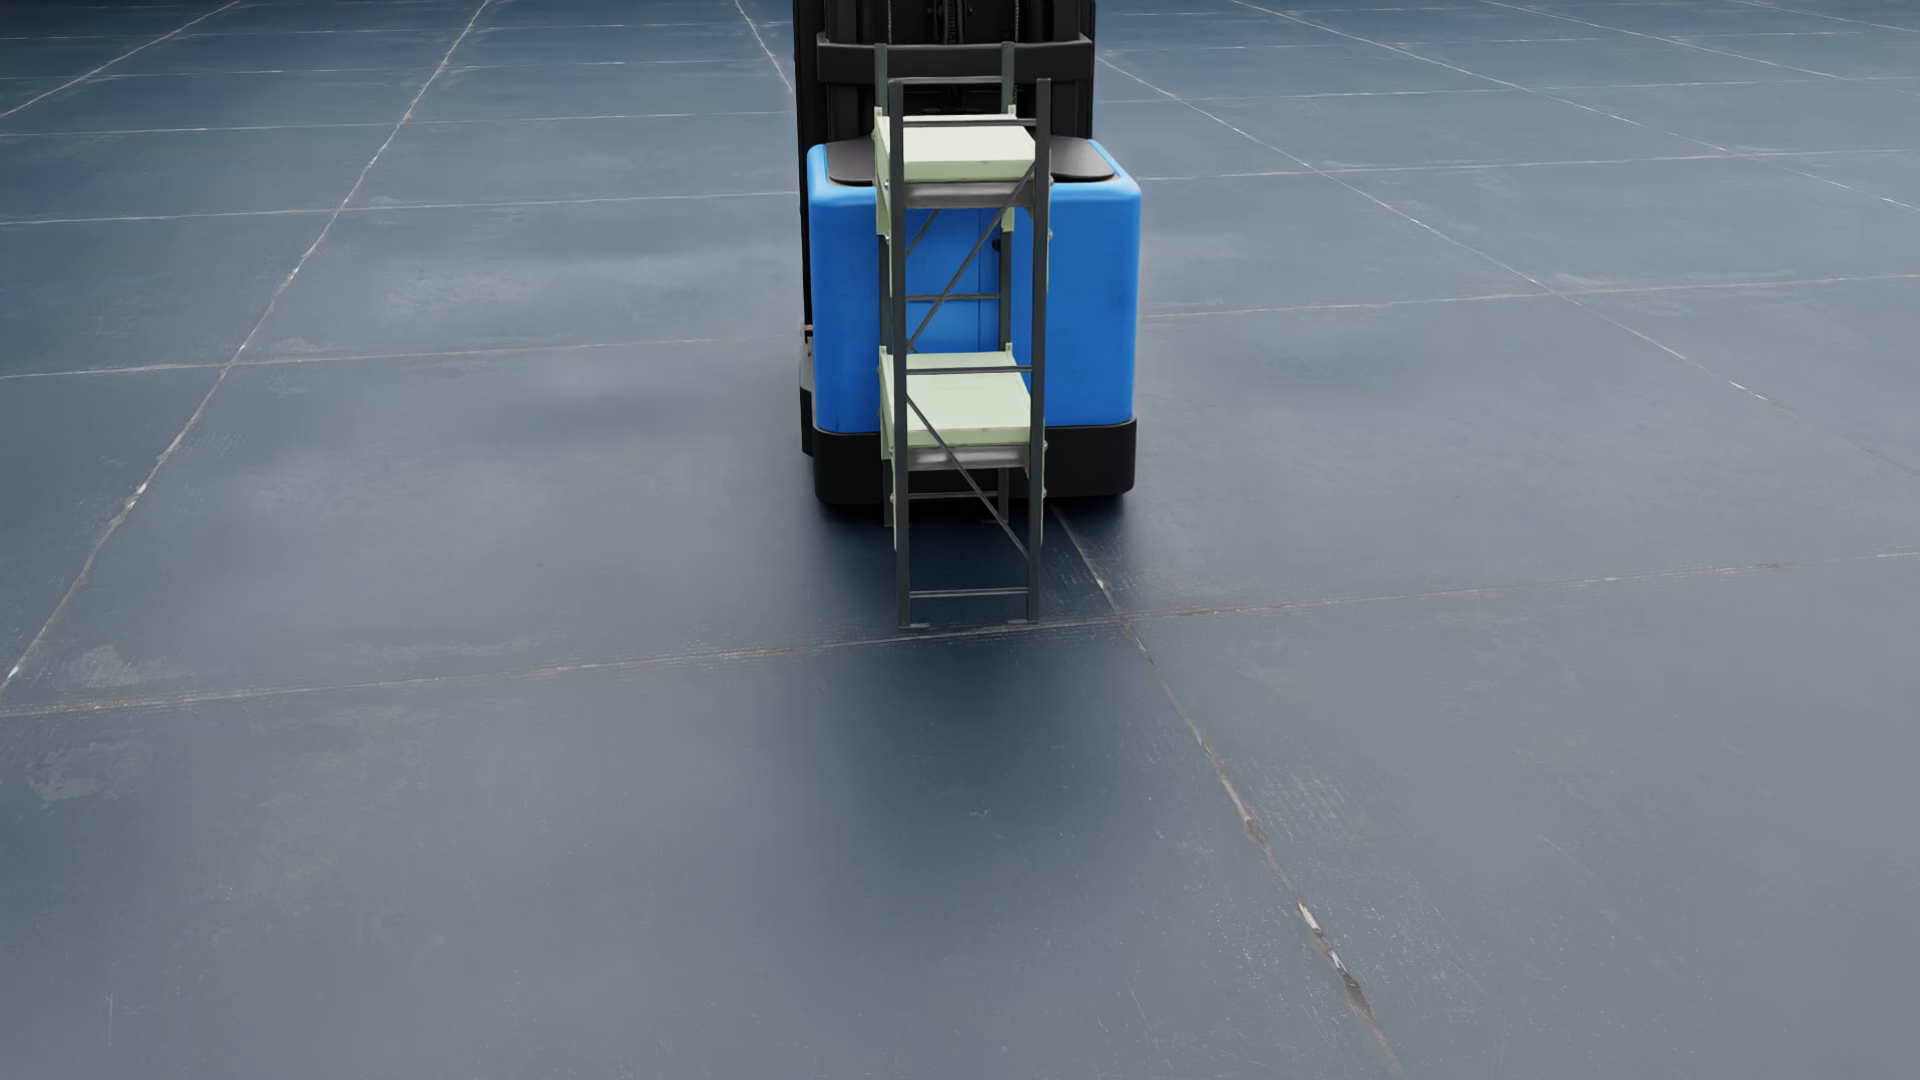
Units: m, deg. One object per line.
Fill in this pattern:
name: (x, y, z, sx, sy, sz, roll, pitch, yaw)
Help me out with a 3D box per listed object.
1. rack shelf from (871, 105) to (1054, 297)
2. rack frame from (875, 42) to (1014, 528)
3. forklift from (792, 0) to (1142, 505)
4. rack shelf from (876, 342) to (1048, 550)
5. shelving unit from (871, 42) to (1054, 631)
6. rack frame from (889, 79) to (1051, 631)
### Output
rack shelf: (-0.010, -0.948, 4.572, 0.431, 0.370, 0.720, -2, 24, -5)
rack frame: (-0.044, -0.736, 5.062, 0.400, 1.500, 0.023, -2, 24, -5)
forklift: (-0.081, -2.009, 6.187, 1.130, 2.935, 3.031, -2, 24, -5)
rack shelf: (-0.010, -0.292, 4.859, 0.431, 0.370, 0.720, -2, 24, -5)
shelving unit: (-0.010, -0.590, 4.728, 0.431, 1.500, 0.755, -2, 24, -5)
rack frame: (0.025, -0.445, 4.394, 0.400, 1.500, 0.023, -2, 24, -5)
